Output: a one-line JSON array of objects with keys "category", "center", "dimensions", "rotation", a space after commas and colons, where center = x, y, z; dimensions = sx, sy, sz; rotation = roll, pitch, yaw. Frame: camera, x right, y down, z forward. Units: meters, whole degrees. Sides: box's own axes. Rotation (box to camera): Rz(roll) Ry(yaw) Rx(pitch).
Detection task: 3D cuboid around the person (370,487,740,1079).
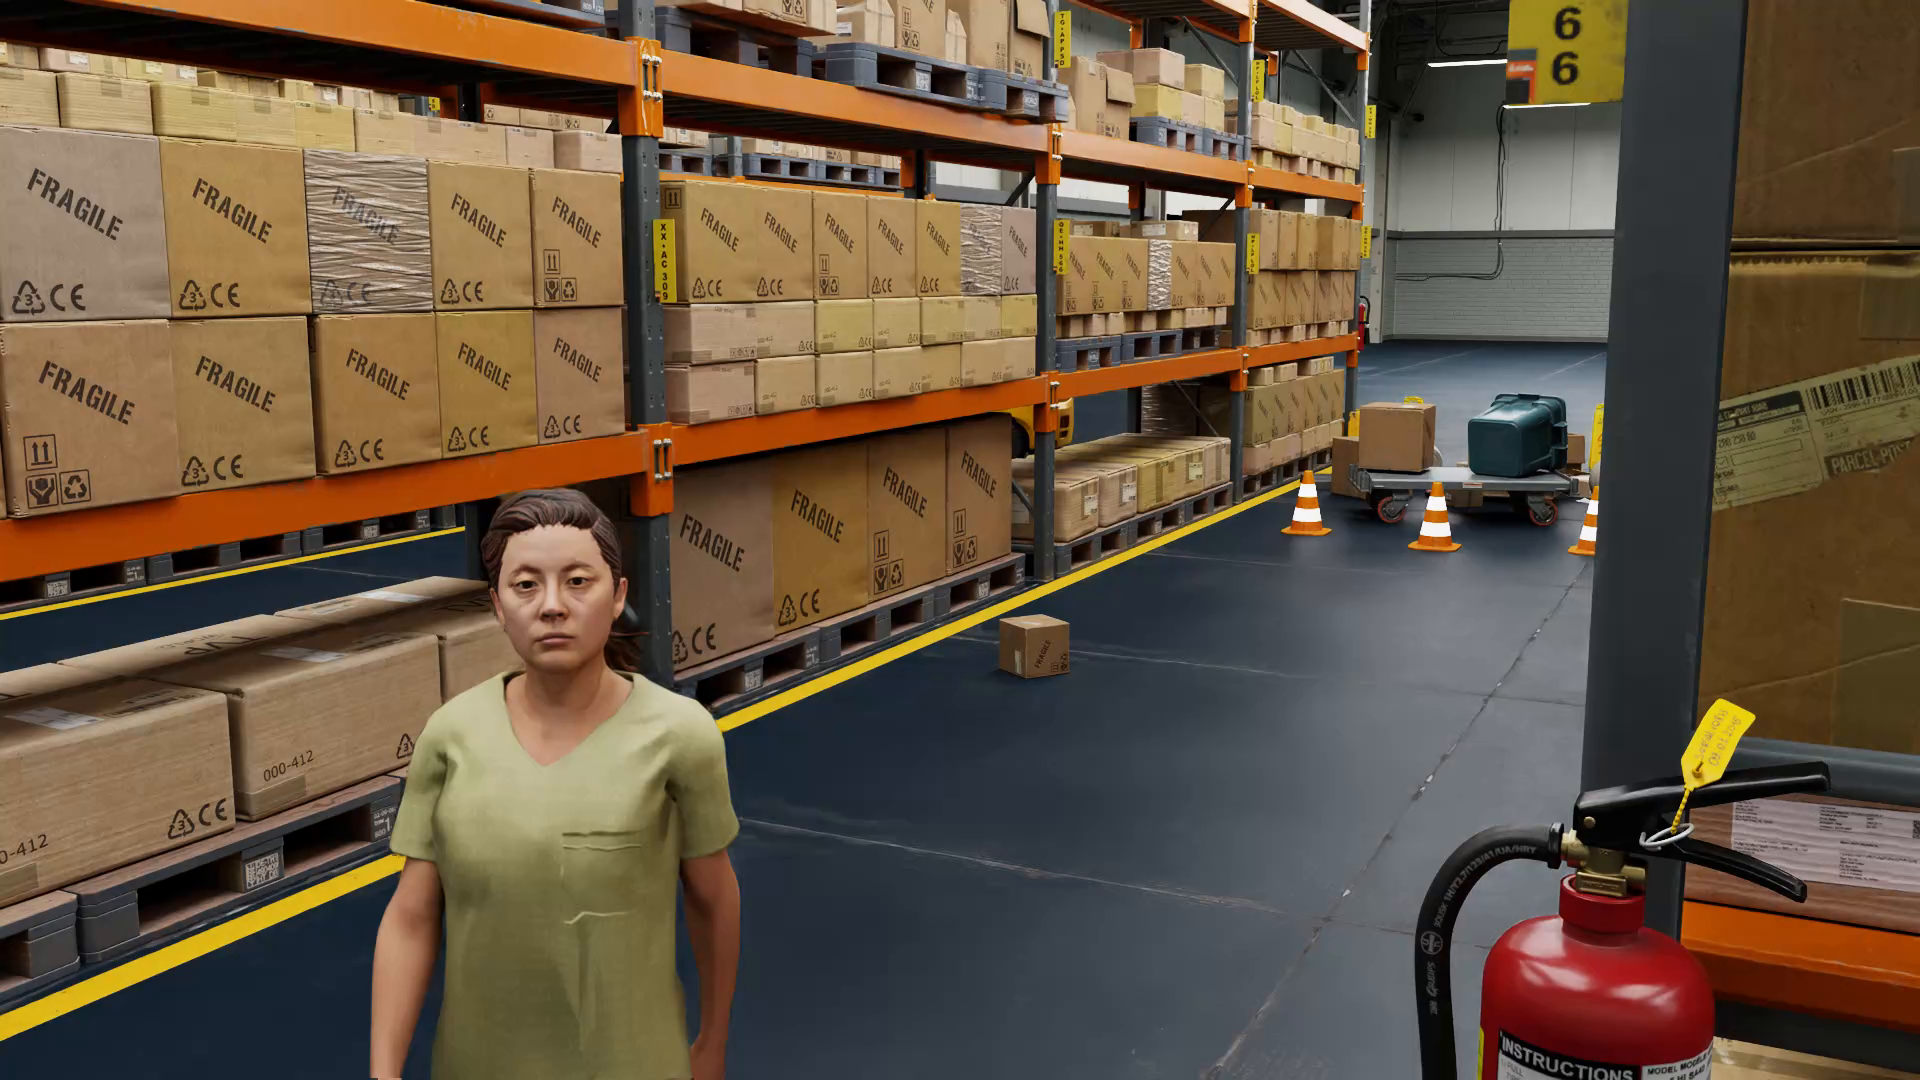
[{"category": "person", "center": [-0.552, 0.746, 2.179], "dimensions": [0.444, 1.612, 0.992], "rotation": [1, 9, 7]}]
